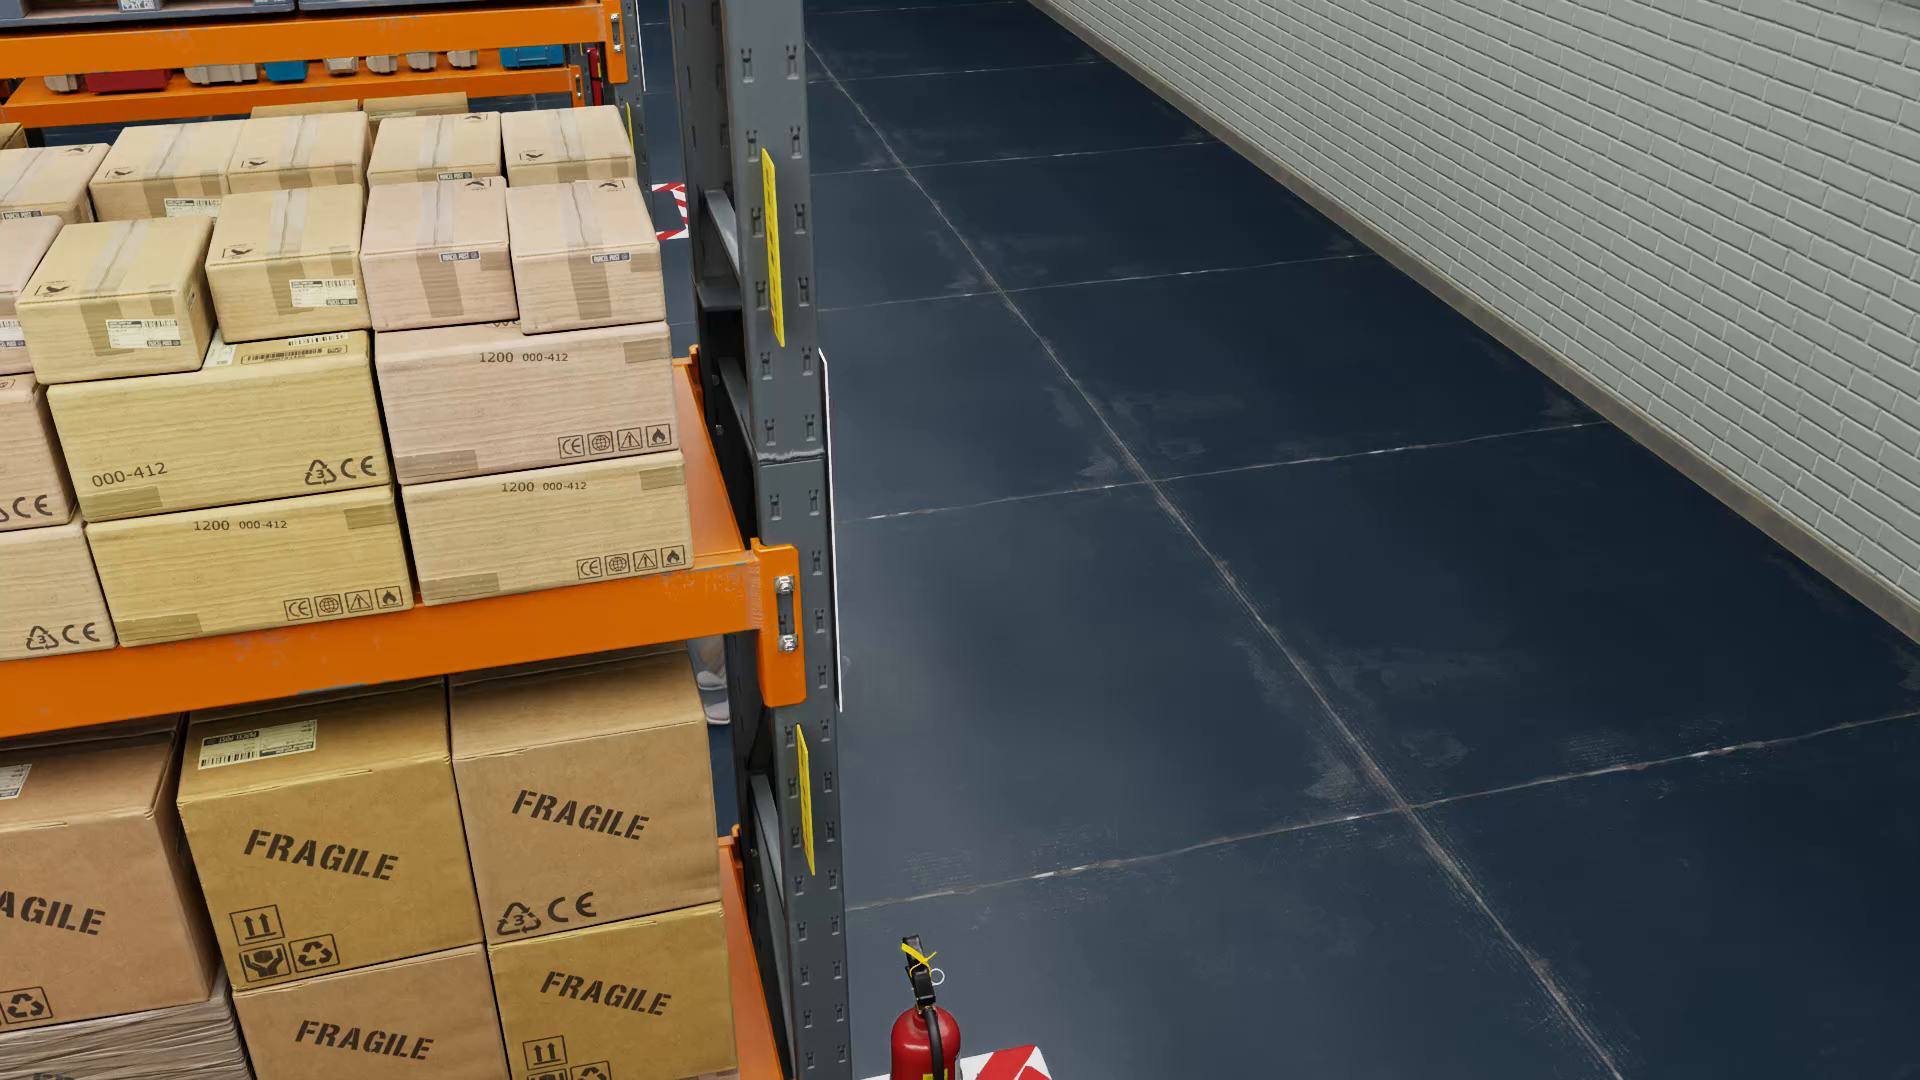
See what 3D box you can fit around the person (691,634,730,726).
[{"bbox_3d":[-1.032,0.067,7.205,0.574,1.567,0.576,-7,31,-13],"label":"person"}]
